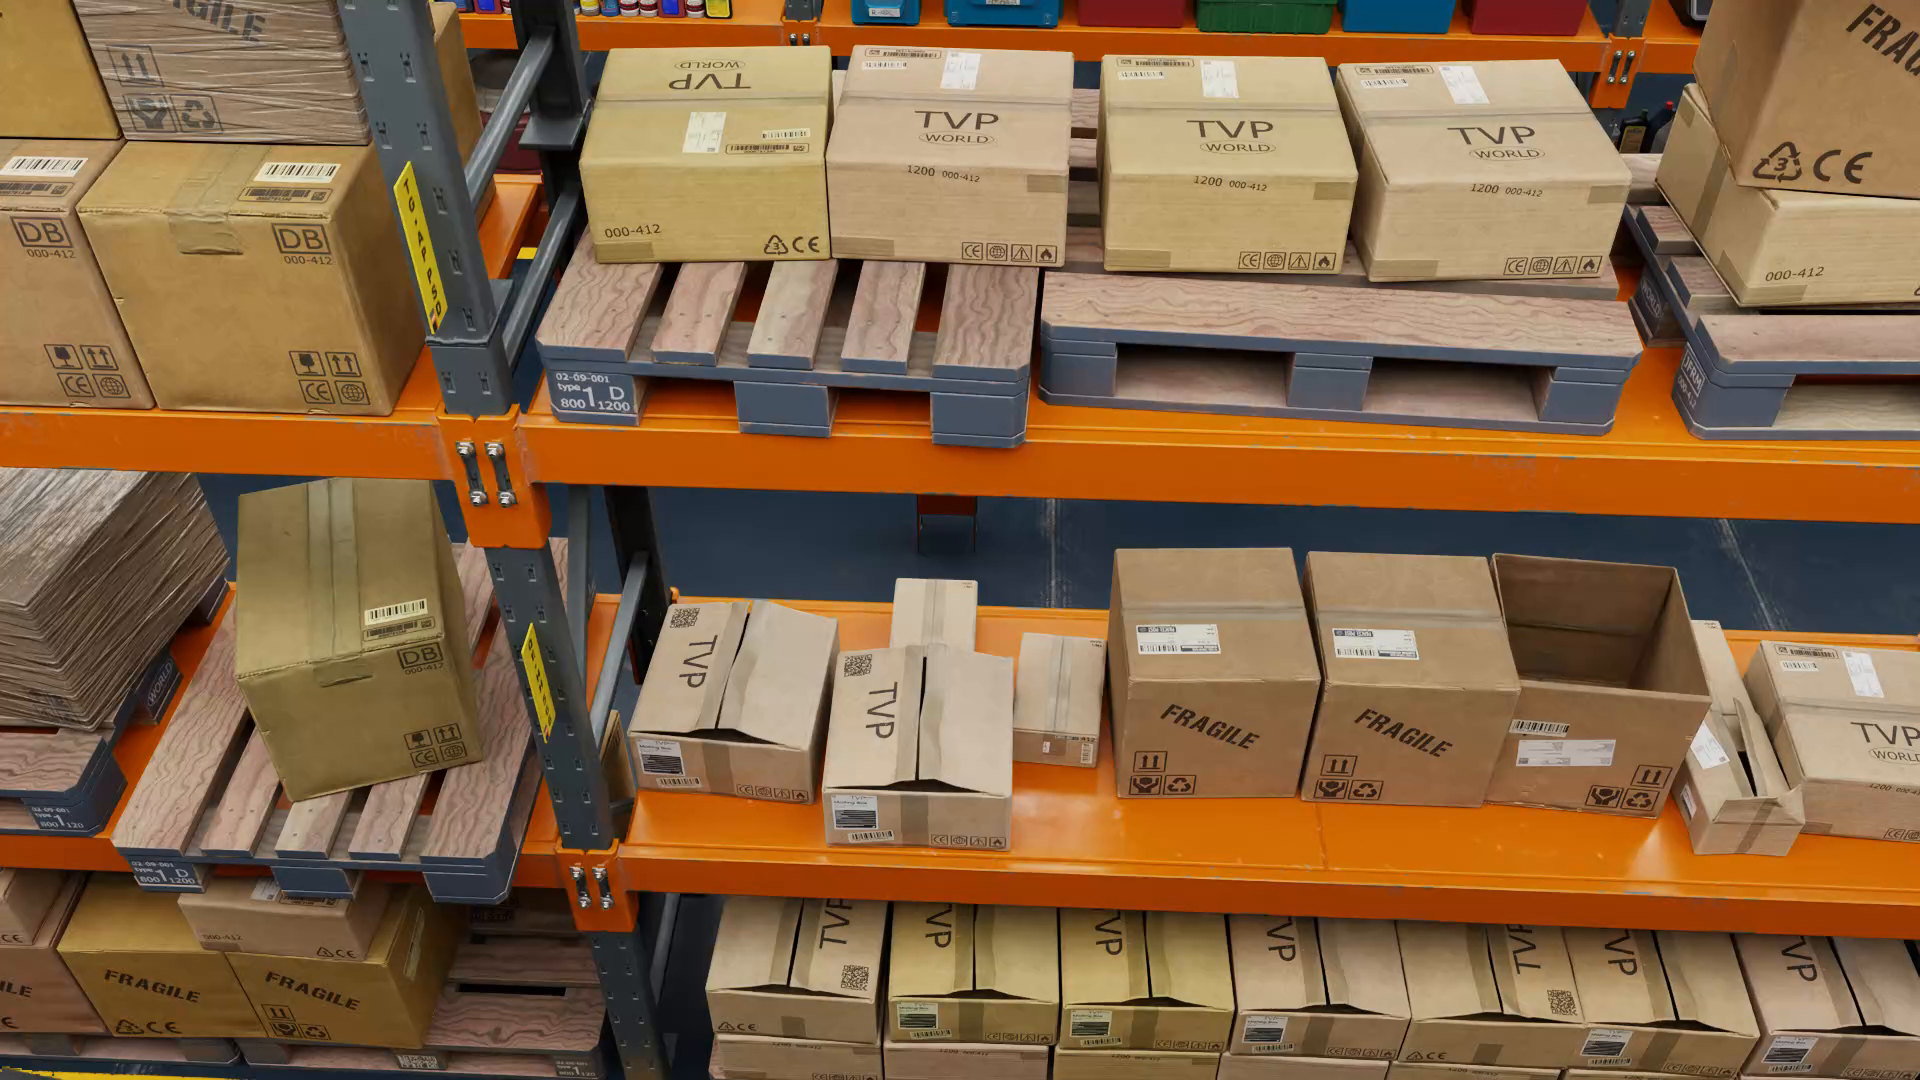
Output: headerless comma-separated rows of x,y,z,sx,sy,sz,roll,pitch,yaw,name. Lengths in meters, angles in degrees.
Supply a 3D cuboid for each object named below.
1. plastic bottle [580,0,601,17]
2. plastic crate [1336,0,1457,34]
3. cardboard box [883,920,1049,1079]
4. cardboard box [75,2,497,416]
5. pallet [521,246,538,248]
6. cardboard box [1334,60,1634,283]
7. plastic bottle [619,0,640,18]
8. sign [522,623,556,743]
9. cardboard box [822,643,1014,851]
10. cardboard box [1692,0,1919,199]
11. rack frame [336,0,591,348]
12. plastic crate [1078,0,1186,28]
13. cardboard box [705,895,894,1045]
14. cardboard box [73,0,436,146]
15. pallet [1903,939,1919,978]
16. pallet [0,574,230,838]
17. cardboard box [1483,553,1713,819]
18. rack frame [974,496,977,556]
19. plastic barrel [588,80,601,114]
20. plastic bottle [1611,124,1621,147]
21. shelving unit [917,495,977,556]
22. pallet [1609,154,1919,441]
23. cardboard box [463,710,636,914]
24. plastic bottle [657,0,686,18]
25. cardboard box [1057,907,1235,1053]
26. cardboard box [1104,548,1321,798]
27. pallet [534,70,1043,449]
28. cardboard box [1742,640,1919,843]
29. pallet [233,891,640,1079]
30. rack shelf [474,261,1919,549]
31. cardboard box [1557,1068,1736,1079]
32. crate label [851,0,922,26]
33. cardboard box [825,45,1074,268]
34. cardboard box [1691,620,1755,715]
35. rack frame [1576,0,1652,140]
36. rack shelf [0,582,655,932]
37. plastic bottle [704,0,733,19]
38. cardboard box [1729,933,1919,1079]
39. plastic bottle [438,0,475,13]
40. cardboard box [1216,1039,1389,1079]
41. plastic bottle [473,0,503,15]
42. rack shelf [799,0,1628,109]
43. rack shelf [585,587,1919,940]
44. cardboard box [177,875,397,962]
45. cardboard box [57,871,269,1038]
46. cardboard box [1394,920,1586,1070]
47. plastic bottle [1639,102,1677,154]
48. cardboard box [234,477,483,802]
-1.824,-2.686,8.164,0.097,0.201,0.097,0,43,0,plastic bottle
2.116,-2.698,8.043,0.575,0.384,0.392,2,43,2,plastic crate
0.022,1.452,5.286,0.500,0.250,0.500,1,43,1,cardboard box
-1.428,-0.756,3.673,0.500,0.500,0.910,2,43,2,cardboard box
-2.769,-2.019,9.348,1.213,0.211,1.003,2,43,2,pallet
1.098,-0.806,3.601,0.500,0.250,0.500,-2,43,-2,cardboard box
-1.629,-2.680,8.157,0.097,0.201,0.097,0,43,0,plastic bottle
-1.005,0.343,3.975,0.005,0.325,0.100,2,43,2,sign
-0.106,0.560,4.599,0.500,0.311,0.500,1,43,1,cardboard box
1.821,-1.027,3.289,0.500,0.500,0.500,6,43,6,cardboard box
-0.990,-1.827,2.695,0.127,3.000,1.000,2,43,2,rack frame
0.837,-2.770,8.061,0.583,0.464,0.402,2,43,2,plastic crate
-0.480,1.232,5.110,0.500,0.311,0.500,3,43,3,cardboard box
-1.426,-1.149,3.361,0.500,0.500,0.500,2,43,2,cardboard box
3.798,1.564,5.501,1.213,0.211,1.003,2,43,2,pallet
-2.933,0.382,4.866,1.213,0.211,1.003,2,43,2,pallet
1.713,0.404,4.628,0.500,0.500,0.500,5,43,5,cardboard box
0.068,-0.382,6.975,0.008,1.050,0.200,2,43,2,rack frame
-1.821,-2.208,9.022,0.421,0.512,0.421,0,43,0,plastic barrel
3.609,-2.220,9.248,0.097,0.201,0.097,0,43,0,plastic bottle
-0.053,-0.386,6.979,0.252,1.050,0.215,2,43,2,shelving unit
2.124,-0.555,3.670,1.217,0.209,0.805,0,43,0,pallet
-1.432,0.913,5.665,0.500,0.500,0.500,3,43,4,cardboard box
-1.417,-2.691,8.109,0.133,0.283,0.061,2,43,2,plastic bottle
0.554,1.259,5.081,0.500,0.311,0.500,1,43,1,cardboard box
0.687,0.372,4.662,0.500,0.500,0.500,0,43,0,cardboard box
-0.308,-0.700,3.824,1.003,0.211,1.213,4,43,4,pallet
2.512,0.561,4.643,0.500,0.250,0.500,4,43,5,cardboard box
-1.734,1.340,5.742,1.213,0.211,1.003,2,43,2,pallet
1.008,-0.405,3.896,4.000,0.370,1.077,2,43,2,rack shelf
2.073,1.511,5.221,0.500,0.250,0.500,1,43,1,cardboard box
-0.360,-2.675,8.129,0.416,0.233,0.303,2,43,2,crate label
-0.010,-0.849,3.647,0.500,0.250,0.500,3,43,3,cardboard box
2.130,0.417,4.872,0.250,0.149,0.380,2,43,2,cardboard box
3.232,-2.882,8.228,0.127,3.000,1.000,2,43,2,rack frame
-2.988,0.570,5.051,4.000,0.370,1.077,2,43,2,rack shelf
-1.187,-2.684,8.101,0.133,0.283,0.061,2,43,2,plastic bottle
2.588,1.321,5.014,0.500,0.311,0.500,2,43,2,cardboard box
-2.486,-2.777,8.152,0.185,0.351,0.144,2,43,2,plastic bottle
1.054,1.479,5.256,0.500,0.250,0.500,3,43,3,cardboard box
-2.329,-2.719,8.139,0.133,0.283,0.061,2,43,2,plastic bottle
1.234,-2.680,8.539,4.000,0.370,1.077,2,43,2,rack shelf
1.008,0.693,4.919,4.000,0.370,1.077,2,43,2,rack shelf
-1.992,0.980,5.044,0.500,0.250,0.500,3,43,4,cardboard box
-2.452,1.237,5.318,0.500,0.500,0.500,0,43,0,cardboard box
1.570,1.292,5.045,0.500,0.311,0.500,2,43,2,cardboard box
3.889,-2.250,9.171,0.185,0.351,0.144,1,43,1,plastic bottle
-1.625,0.235,4.501,0.500,0.500,0.700,-12,44,-12,cardboard box
